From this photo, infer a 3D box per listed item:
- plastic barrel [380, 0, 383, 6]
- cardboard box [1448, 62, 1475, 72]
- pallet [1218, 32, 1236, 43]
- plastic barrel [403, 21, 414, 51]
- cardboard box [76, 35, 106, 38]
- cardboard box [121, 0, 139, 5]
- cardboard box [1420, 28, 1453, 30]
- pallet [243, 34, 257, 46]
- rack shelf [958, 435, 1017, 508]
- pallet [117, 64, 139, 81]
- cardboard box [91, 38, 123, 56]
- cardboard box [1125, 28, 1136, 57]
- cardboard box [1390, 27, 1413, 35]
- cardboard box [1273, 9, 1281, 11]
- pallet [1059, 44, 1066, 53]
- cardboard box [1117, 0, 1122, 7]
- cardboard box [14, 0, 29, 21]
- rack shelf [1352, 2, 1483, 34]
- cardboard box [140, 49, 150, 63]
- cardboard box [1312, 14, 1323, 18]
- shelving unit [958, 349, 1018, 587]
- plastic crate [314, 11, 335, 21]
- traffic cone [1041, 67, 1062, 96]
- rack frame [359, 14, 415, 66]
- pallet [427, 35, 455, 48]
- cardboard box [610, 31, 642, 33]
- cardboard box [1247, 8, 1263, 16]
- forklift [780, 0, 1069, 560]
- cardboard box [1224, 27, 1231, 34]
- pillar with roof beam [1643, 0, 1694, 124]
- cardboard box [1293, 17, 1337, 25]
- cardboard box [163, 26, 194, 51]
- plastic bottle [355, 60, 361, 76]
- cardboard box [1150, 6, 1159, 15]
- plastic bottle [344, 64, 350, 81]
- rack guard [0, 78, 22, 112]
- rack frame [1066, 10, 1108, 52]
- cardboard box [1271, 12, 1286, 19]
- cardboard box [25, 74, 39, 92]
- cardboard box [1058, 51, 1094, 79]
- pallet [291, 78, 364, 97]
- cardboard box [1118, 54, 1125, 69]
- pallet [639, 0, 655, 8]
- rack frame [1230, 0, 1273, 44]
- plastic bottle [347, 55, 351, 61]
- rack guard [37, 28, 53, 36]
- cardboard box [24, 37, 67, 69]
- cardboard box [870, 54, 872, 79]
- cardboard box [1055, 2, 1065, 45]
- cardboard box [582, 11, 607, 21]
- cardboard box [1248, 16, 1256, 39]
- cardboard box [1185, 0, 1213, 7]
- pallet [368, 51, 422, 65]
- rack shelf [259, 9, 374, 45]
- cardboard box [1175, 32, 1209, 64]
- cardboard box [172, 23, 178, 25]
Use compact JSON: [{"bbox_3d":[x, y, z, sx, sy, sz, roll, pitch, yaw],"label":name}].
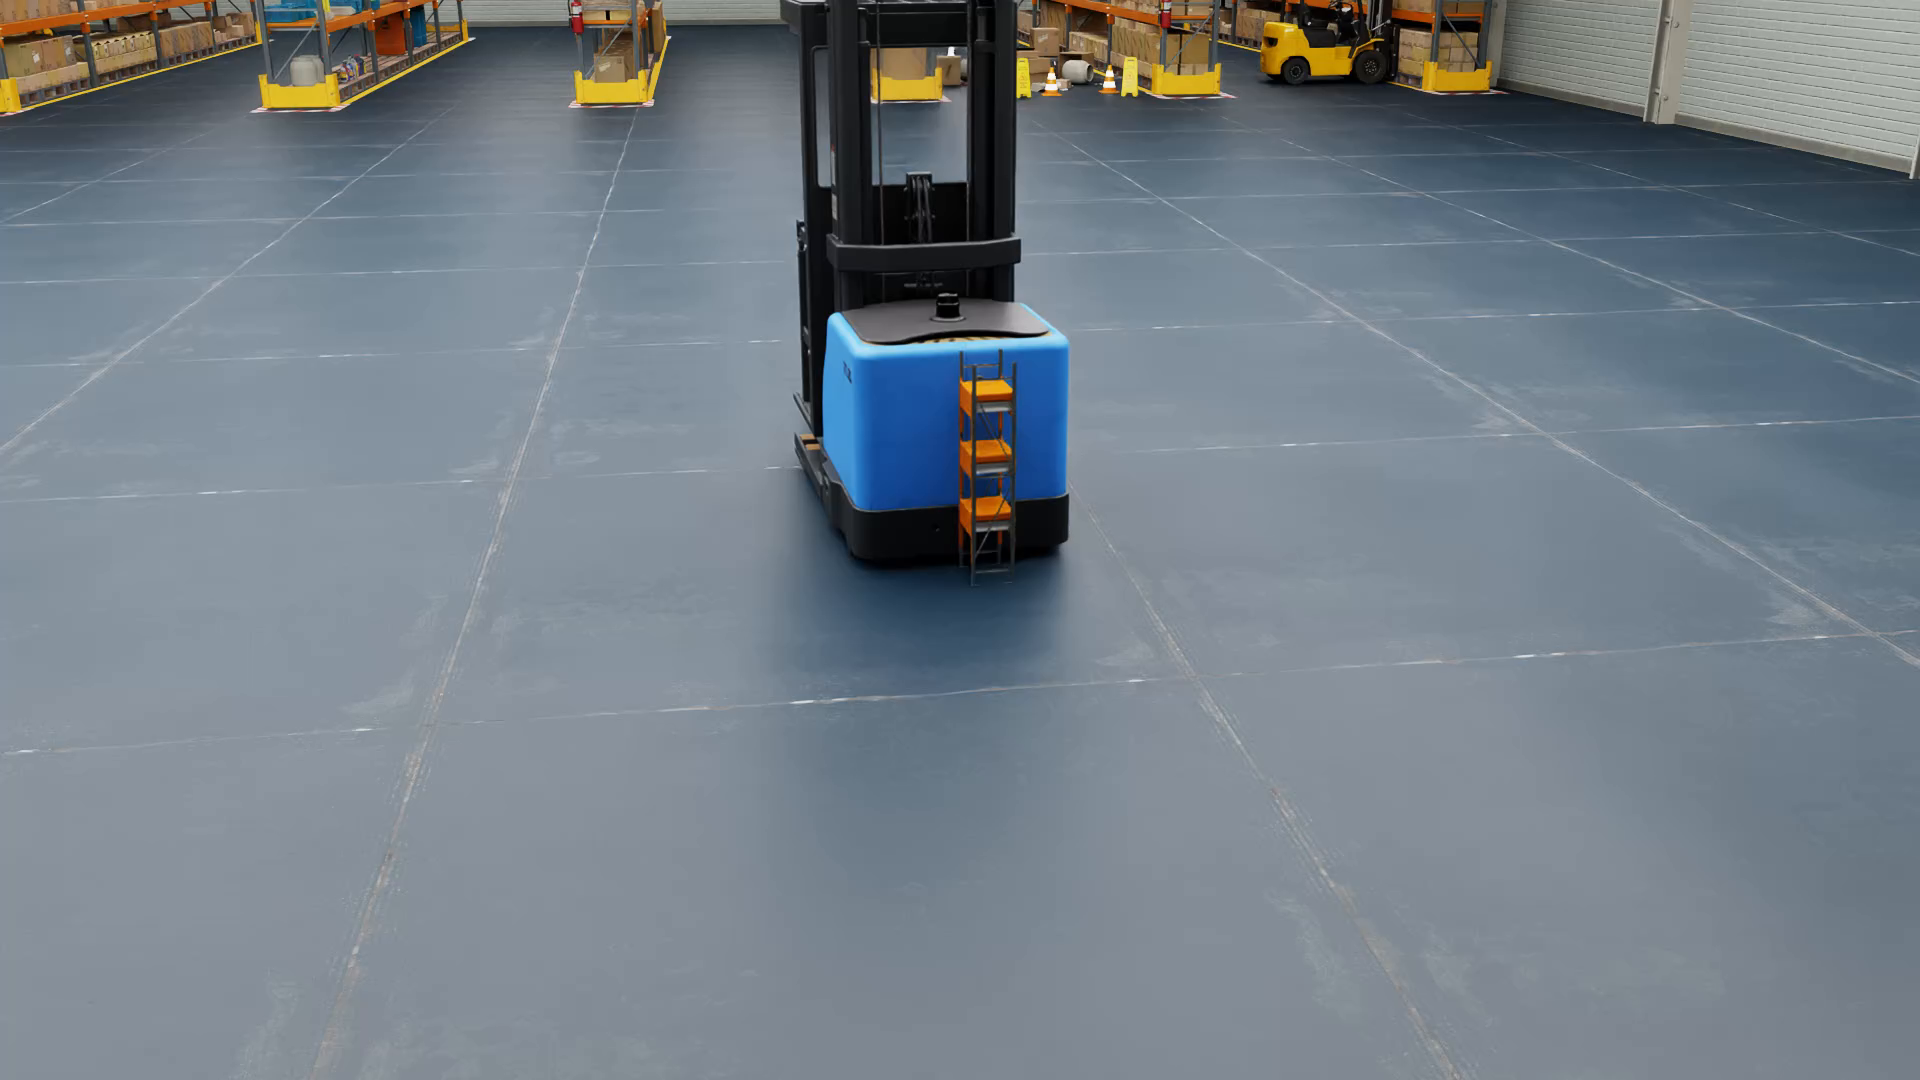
[{"bbox_3d":[-11.331,-10.539,31.952,0.433,0.535,0.433,0,20,0],"label":"plastic barrel"},{"bbox_3d":[9.014,-8.584,30.242,0.500,0.250,0.500,-3,21,-8],"label":"cardboard box"},{"bbox_3d":[7.064,-12.582,41.601,1.003,0.211,1.213,-3,21,-8],"label":"pallet"},{"bbox_3d":[-12.131,-10.891,35.934,0.600,0.588,0.708,-3,21,-8],"label":"plastic barrel"},{"bbox_3d":[-16.843,-9.633,32.248,0.500,0.311,0.500,-3,21,-9],"label":"cardboard box"},{"bbox_3d":[-16.380,-10.600,32.670,0.380,0.149,0.250,-3,21,-8],"label":"cardboard box"},{"bbox_3d":[8.872,-9.395,30.984,0.500,0.250,0.500,-3,21,-8],"label":"cardboard box"},{"bbox_3d":[-17.809,-12.177,40.517,1.003,0.211,1.213,-3,21,-8],"label":"pallet"},{"bbox_3d":[0.123,-0.315,7.589,0.215,0.259,0.240,-5,21,-12],"label":"rack shelf"},{"bbox_3d":[-16.530,-9.001,32.013,1.003,0.211,1.213,-3,21,-8],"label":"pallet"},{"bbox_3d":[-16.162,-9.310,31.385,0.500,0.311,0.500,-4,21,-10],"label":"cardboard box"},{"bbox_3d":[3.383,-9.306,31.104,0.500,0.500,0.500,-2,21,-5],"label":"cardboard box"},{"bbox_3d":[8.289,-9.543,31.380,0.500,0.250,0.500,-3,21,-9],"label":"cardboard box"},{"bbox_3d":[7.636,-12.507,39.461,0.380,0.149,0.250,-2,21,-6],"label":"cardboard box"},{"bbox_3d":[2.788,-10.984,37.324,1.003,0.211,1.213,-3,21,-8],"label":"pallet"},{"bbox_3d":[3.219,-10.301,31.868,0.380,0.149,0.250,-2,21,-6],"label":"cardboard box"},{"bbox_3d":[-15.831,-8.809,27.370,0.700,0.500,0.500,-3,21,-7],"label":"cardboard box"},{"bbox_3d":[8.603,-9.851,31.332,1.077,0.370,4.000,-3,21,-8],"label":"rack shelf"},{"bbox_3d":[-16.388,-9.576,32.898,0.500,0.250,0.500,-3,21,-8],"label":"cardboard box"},{"bbox_3d":[7.971,-11.791,37.544,0.380,0.149,0.250,-2,21,-5],"label":"cardboard box"},{"bbox_3d":[0.123,-0.325,7.586,0.215,1.050,0.252,-5,21,-12],"label":"shelving unit"},{"bbox_3d":[-10.538,-8.697,27.591,0.298,0.136,0.250,-3,21,-8],"label":"plastic crate"},{"bbox_3d":[1.592,-7.966,28.882,0.336,0.463,0.334,-3,21,-8],"label":"traffic cone"},{"bbox_3d":[-11.881,-11.264,34.088,1.000,3.000,0.127,-3,21,-8],"label":"rack frame"},{"bbox_3d":[-12.781,-12.019,40.093,1.003,0.211,1.213,-3,21,-8],"label":"pallet"},{"bbox_3d":[-6.771,-10.127,33.986,0.700,0.500,0.500,-5,21,-12],"label":"cardboard box"},{"bbox_3d":[7.115,-12.662,39.876,0.380,0.149,0.250,-4,21,-11],"label":"cardboard box"},{"bbox_3d":[-0.312,-1.763,8.746,1.130,2.935,3.031,-5,21,-12],"label":"forklift"},{"bbox_3d":[6.791,-12.690,41.379,0.380,0.149,0.250,-4,21,-9],"label":"cardboard box"},{"bbox_3d":[6.288,-10.298,22.926,9.100,9.000,0.400,-3,21,-8],"label":"pillar with roof beam"},{"bbox_3d":[7.815,-11.133,36.530,0.875,0.625,0.625,-2,21,-6],"label":"cardboard box"},{"bbox_3d":[-16.794,-10.758,35.676,0.500,0.500,0.500,-4,21,-10],"label":"cardboard box"},{"bbox_3d":[-10.834,-8.484,29.896,0.061,0.283,0.133,-2,21,-4],"label":"plastic bottle"},{"bbox_3d":[3.568,-9.327,29.260,0.380,0.149,0.250,-3,21,-8],"label":"cardboard box"},{"bbox_3d":[-10.695,-8.151,29.005,0.061,0.283,0.133,-3,21,-7],"label":"plastic bottle"},{"bbox_3d":[-15.626,-7.066,26.421,1.175,0.500,0.348,-3,21,-8],"label":"rack guard"},{"bbox_3d":[2.827,-12.014,36.095,1.000,3.000,0.127,-3,21,-8],"label":"rack frame"},{"bbox_3d":[7.359,-12.033,38.192,0.380,0.149,0.250,-2,21,-6],"label":"cardboard box"},{"bbox_3d":[-15.563,-7.524,27.404,0.500,0.250,0.500,-3,21,-8],"label":"cardboard box"},{"bbox_3d":[2.212,-9.019,31.647,0.500,0.500,0.500,12,24,29],"label":"cardboard box"},{"bbox_3d":[-11.069,-7.915,29.106,1.003,0.211,1.213,-3,21,-8],"label":"pallet"},{"bbox_3d":[3.310,-9.135,31.718,0.500,0.250,0.500,-2,21,-5],"label":"cardboard box"},{"bbox_3d":[-6.369,-10.311,31.810,1.003,0.211,1.213,-3,21,-8],"label":"pallet"},{"bbox_3d":[7.162,-13.650,40.476,1.000,3.000,0.127,-3,21,-8],"label":"rack frame"},{"bbox_3d":[-11.069,-8.629,30.189,0.144,0.351,0.185,-3,21,-8],"label":"plastic bottle"},{"bbox_3d":[-22.841,-12.372,40.625,1.175,0.500,0.348,-3,21,-8],"label":"rack guard"},{"bbox_3d":[-15.787,-8.394,28.662,0.500,0.500,0.500,-3,21,-8],"label":"cardboard box"},{"bbox_3d":[-1.196,-8.697,29.650,0.875,0.875,0.875,-3,21,-9],"label":"cardboard box"},{"bbox_3d":[2.685,-11.767,37.872,0.875,0.875,0.875,-3,21,-7],"label":"cardboard box"},{"bbox_3d":[-6.072,-8.715,27.621,0.380,0.149,0.250,-3,21,-8],"label":"cardboard box"},{"bbox_3d":[7.163,-12.140,39.406,0.500,0.500,0.500,-4,21,-9],"label":"cardboard box"},{"bbox_3d":[4.186,-9.608,29.086,0.500,0.500,0.500,-3,21,-9],"label":"cardboard box"},{"bbox_3d":[-12.036,-10.229,35.301,1.003,0.211,1.213,-3,21,-8],"label":"pallet"},{"bbox_3d":[-11.016,-8.850,28.651,1.077,0.370,4.000,-3,21,-8],"label":"rack shelf"},{"bbox_3d":[4.134,-8.805,29.762,0.500,0.500,0.500,-4,21,-10],"label":"cardboard box"},{"bbox_3d":[-17.443,-11.072,36.516,0.500,0.500,0.500,-3,21,-7],"label":"cardboard box"}]
